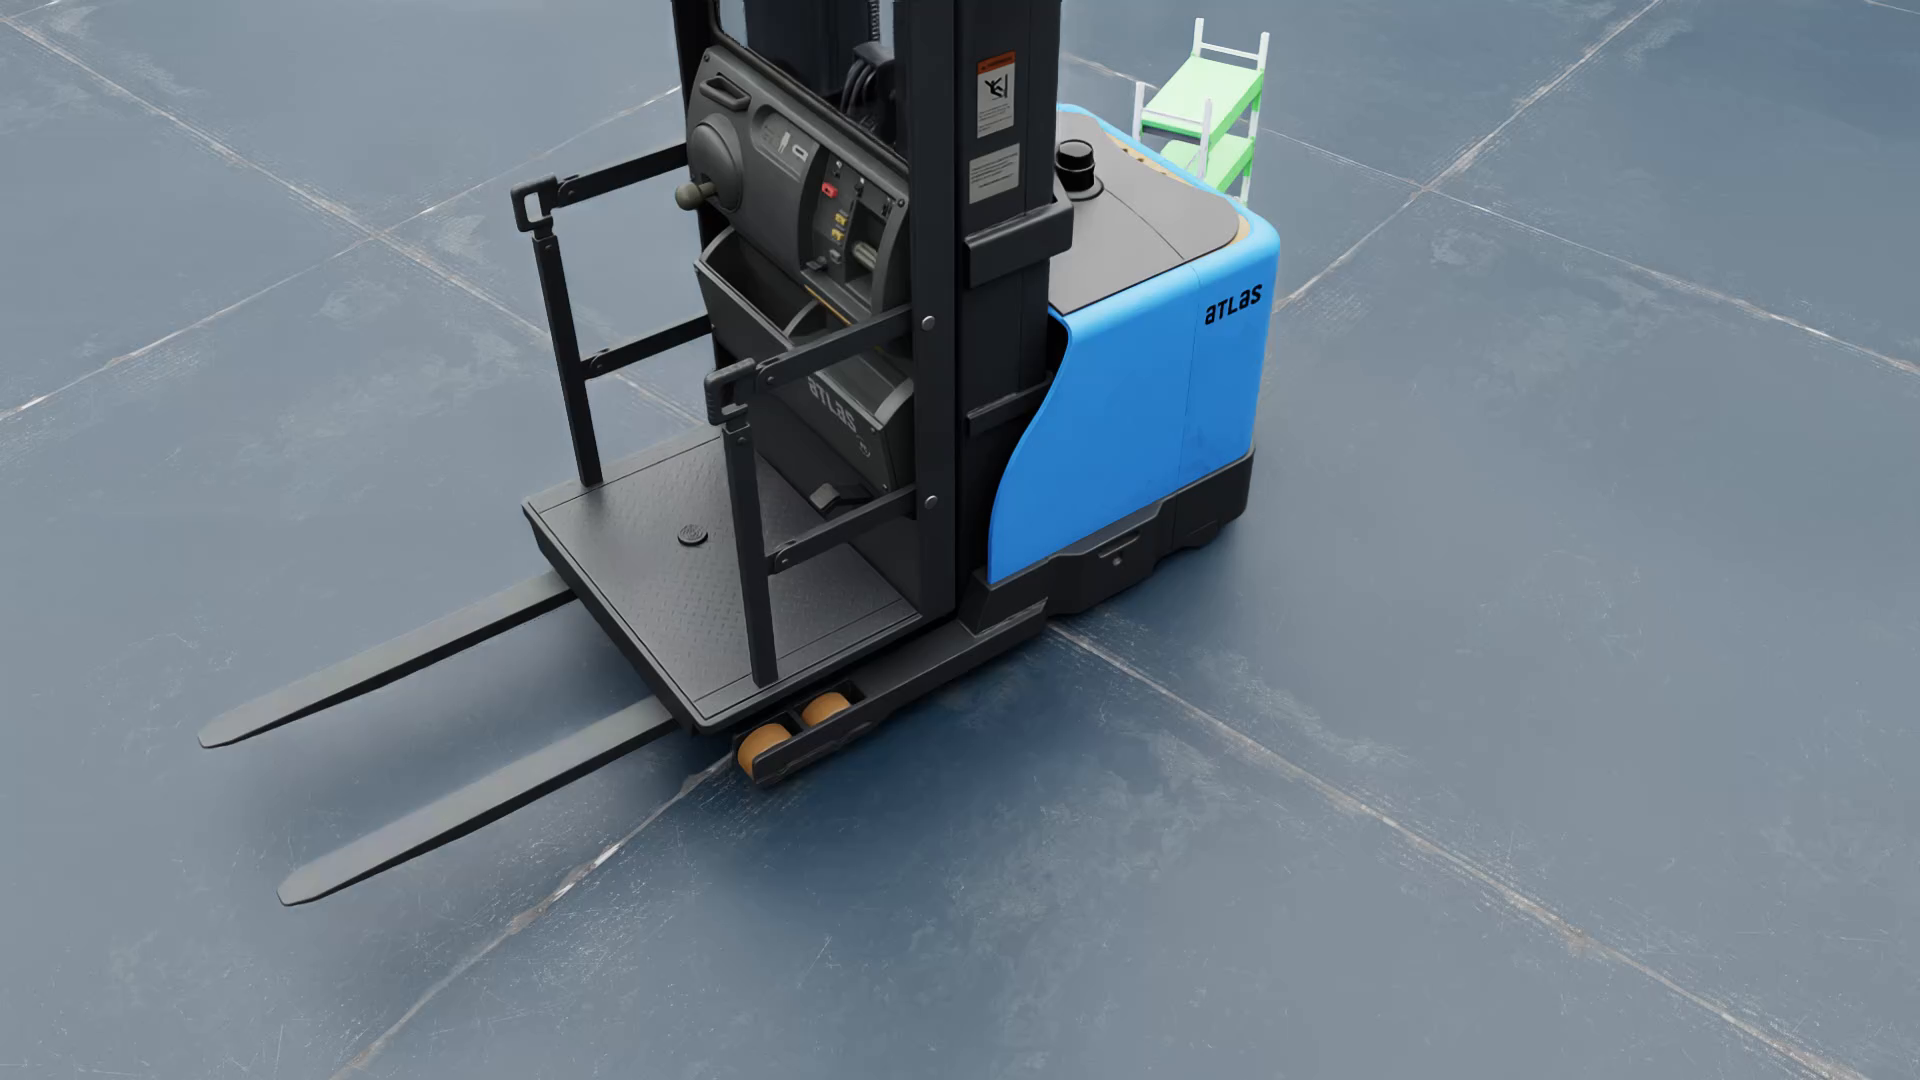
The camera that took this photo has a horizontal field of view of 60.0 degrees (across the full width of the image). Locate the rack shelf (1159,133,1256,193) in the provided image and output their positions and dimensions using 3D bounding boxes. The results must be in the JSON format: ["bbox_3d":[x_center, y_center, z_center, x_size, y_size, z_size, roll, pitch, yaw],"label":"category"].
[{"bbox_3d":[0.748,-1.161,5.374,0.258,0.148,0.480,19,46,20],"label":"rack shelf"}]

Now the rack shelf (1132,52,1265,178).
[{"bbox_3d":[0.748,-1.339,5.212,0.258,0.148,0.480,19,46,20],"label":"rack shelf"}]

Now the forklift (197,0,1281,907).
[{"bbox_3d":[-0.581,-0.827,3.981,3.031,2.935,1.130,-26,48,-26],"label":"forklift"}]

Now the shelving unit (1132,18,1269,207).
[{"bbox_3d":[0.748,-1.031,5.492,0.258,1.200,0.503,19,46,20],"label":"shelving unit"}]

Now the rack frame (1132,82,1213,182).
[{"bbox_3d":[0.636,-0.885,5.332,0.240,1.200,0.015,19,46,20],"label":"rack frame"}]

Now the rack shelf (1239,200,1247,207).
[{"bbox_3d":[0.748,-0.984,5.535,0.258,0.148,0.480,19,46,20],"label":"rack shelf"}]

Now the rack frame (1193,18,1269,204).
[{"bbox_3d":[0.860,-1.177,5.653,0.240,1.200,0.015,19,46,20],"label":"rack frame"}]
